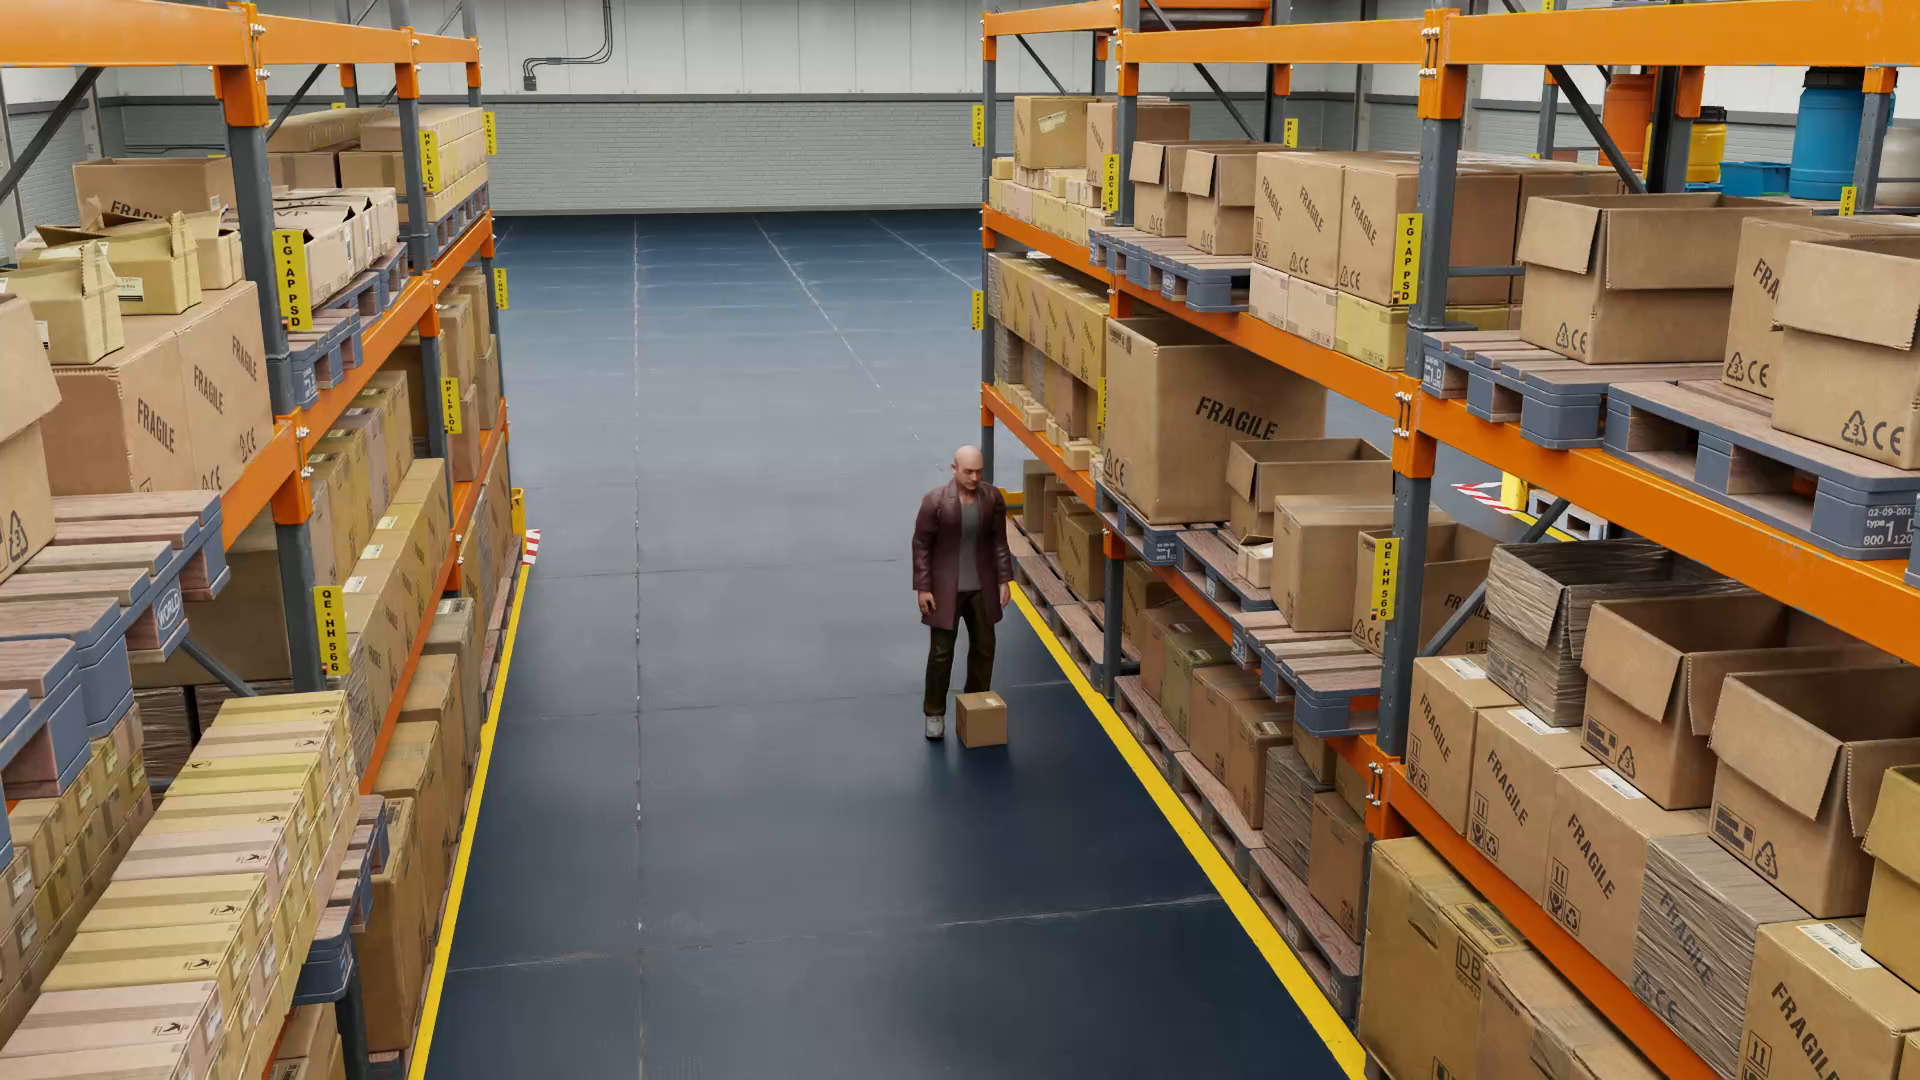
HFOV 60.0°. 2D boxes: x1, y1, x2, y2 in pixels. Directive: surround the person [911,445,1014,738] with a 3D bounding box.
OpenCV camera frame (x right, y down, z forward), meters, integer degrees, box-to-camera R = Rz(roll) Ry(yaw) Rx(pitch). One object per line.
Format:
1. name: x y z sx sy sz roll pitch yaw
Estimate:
1. person: 0.019 0.290 10.056 0.642 1.774 0.426 -6 17 -19
